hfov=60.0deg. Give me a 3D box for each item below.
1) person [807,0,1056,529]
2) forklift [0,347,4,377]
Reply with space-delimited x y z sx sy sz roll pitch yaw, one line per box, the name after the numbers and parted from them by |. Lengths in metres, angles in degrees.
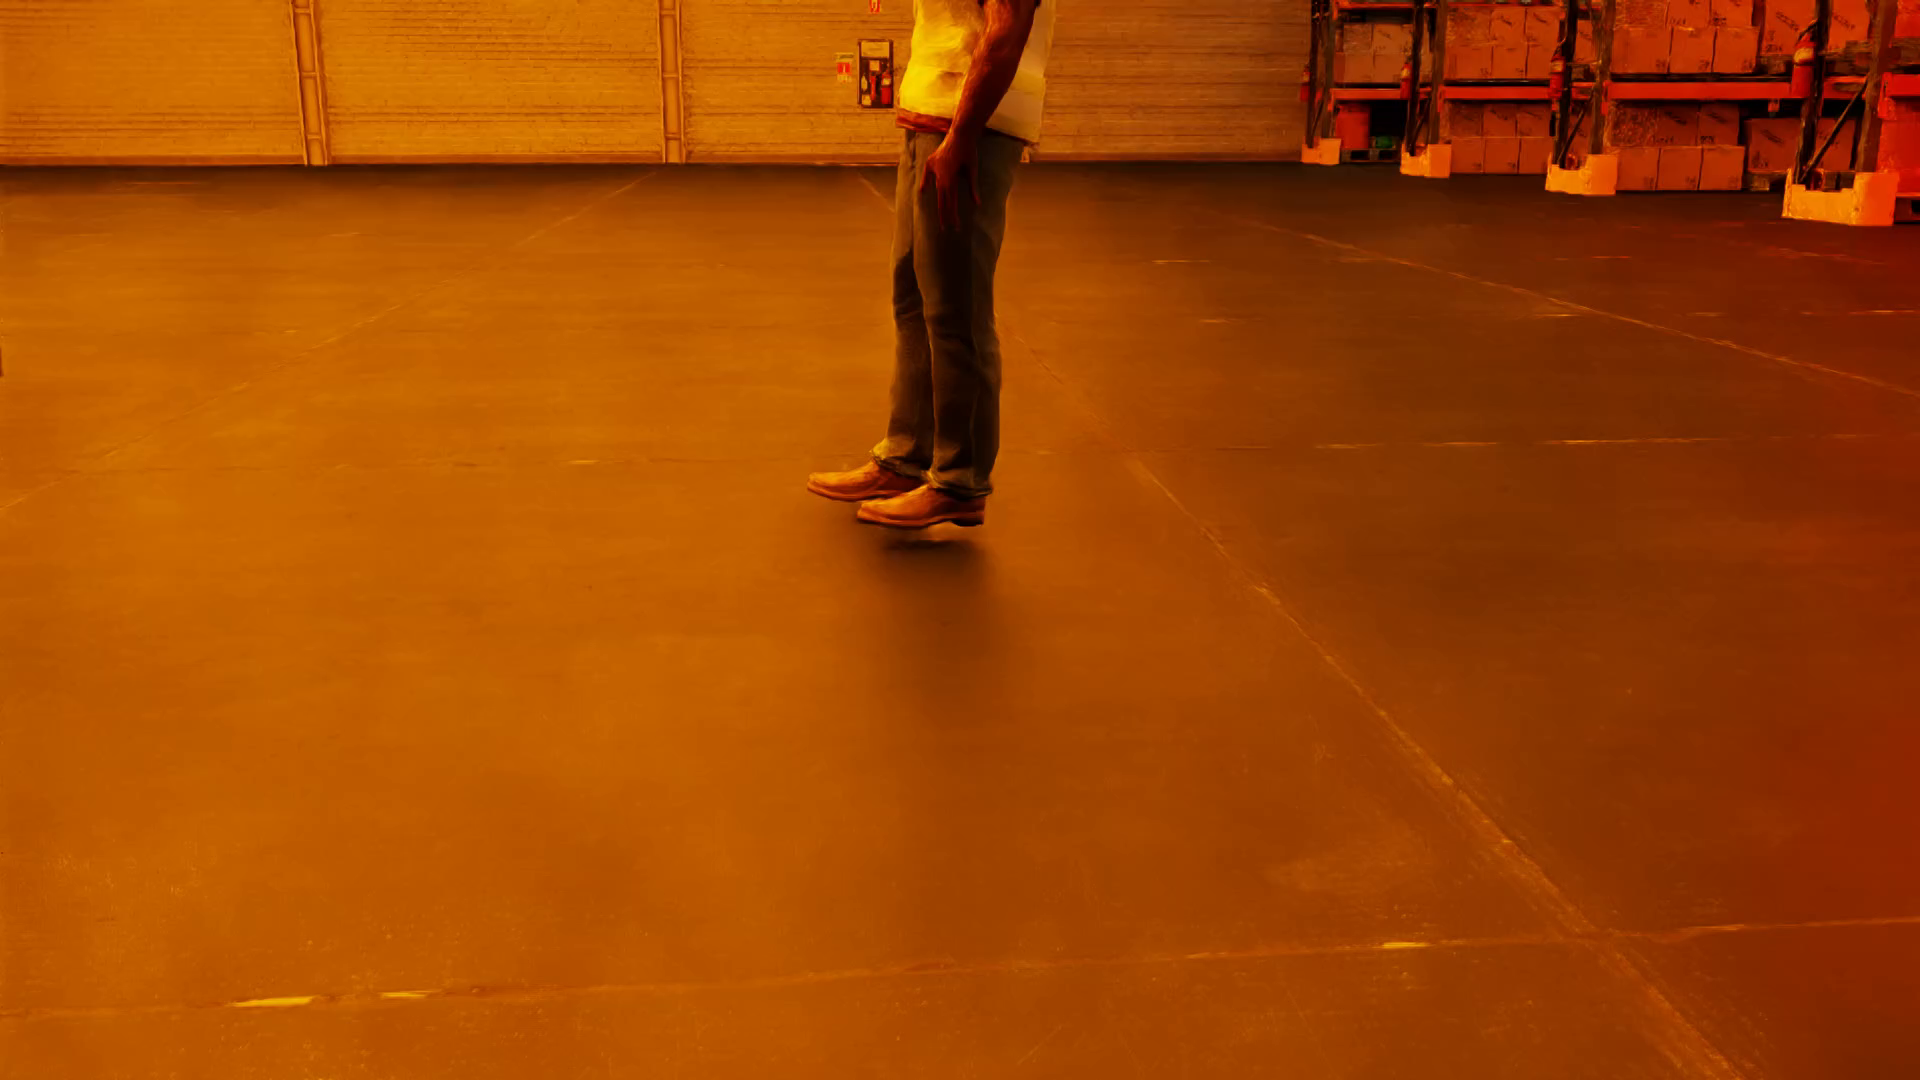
-0.070 -0.899 3.698 0.576 1.766 0.665 -1 15 -5 | person
-4.926 -1.959 5.625 3.031 2.935 1.130 6 16 22 | forklift
